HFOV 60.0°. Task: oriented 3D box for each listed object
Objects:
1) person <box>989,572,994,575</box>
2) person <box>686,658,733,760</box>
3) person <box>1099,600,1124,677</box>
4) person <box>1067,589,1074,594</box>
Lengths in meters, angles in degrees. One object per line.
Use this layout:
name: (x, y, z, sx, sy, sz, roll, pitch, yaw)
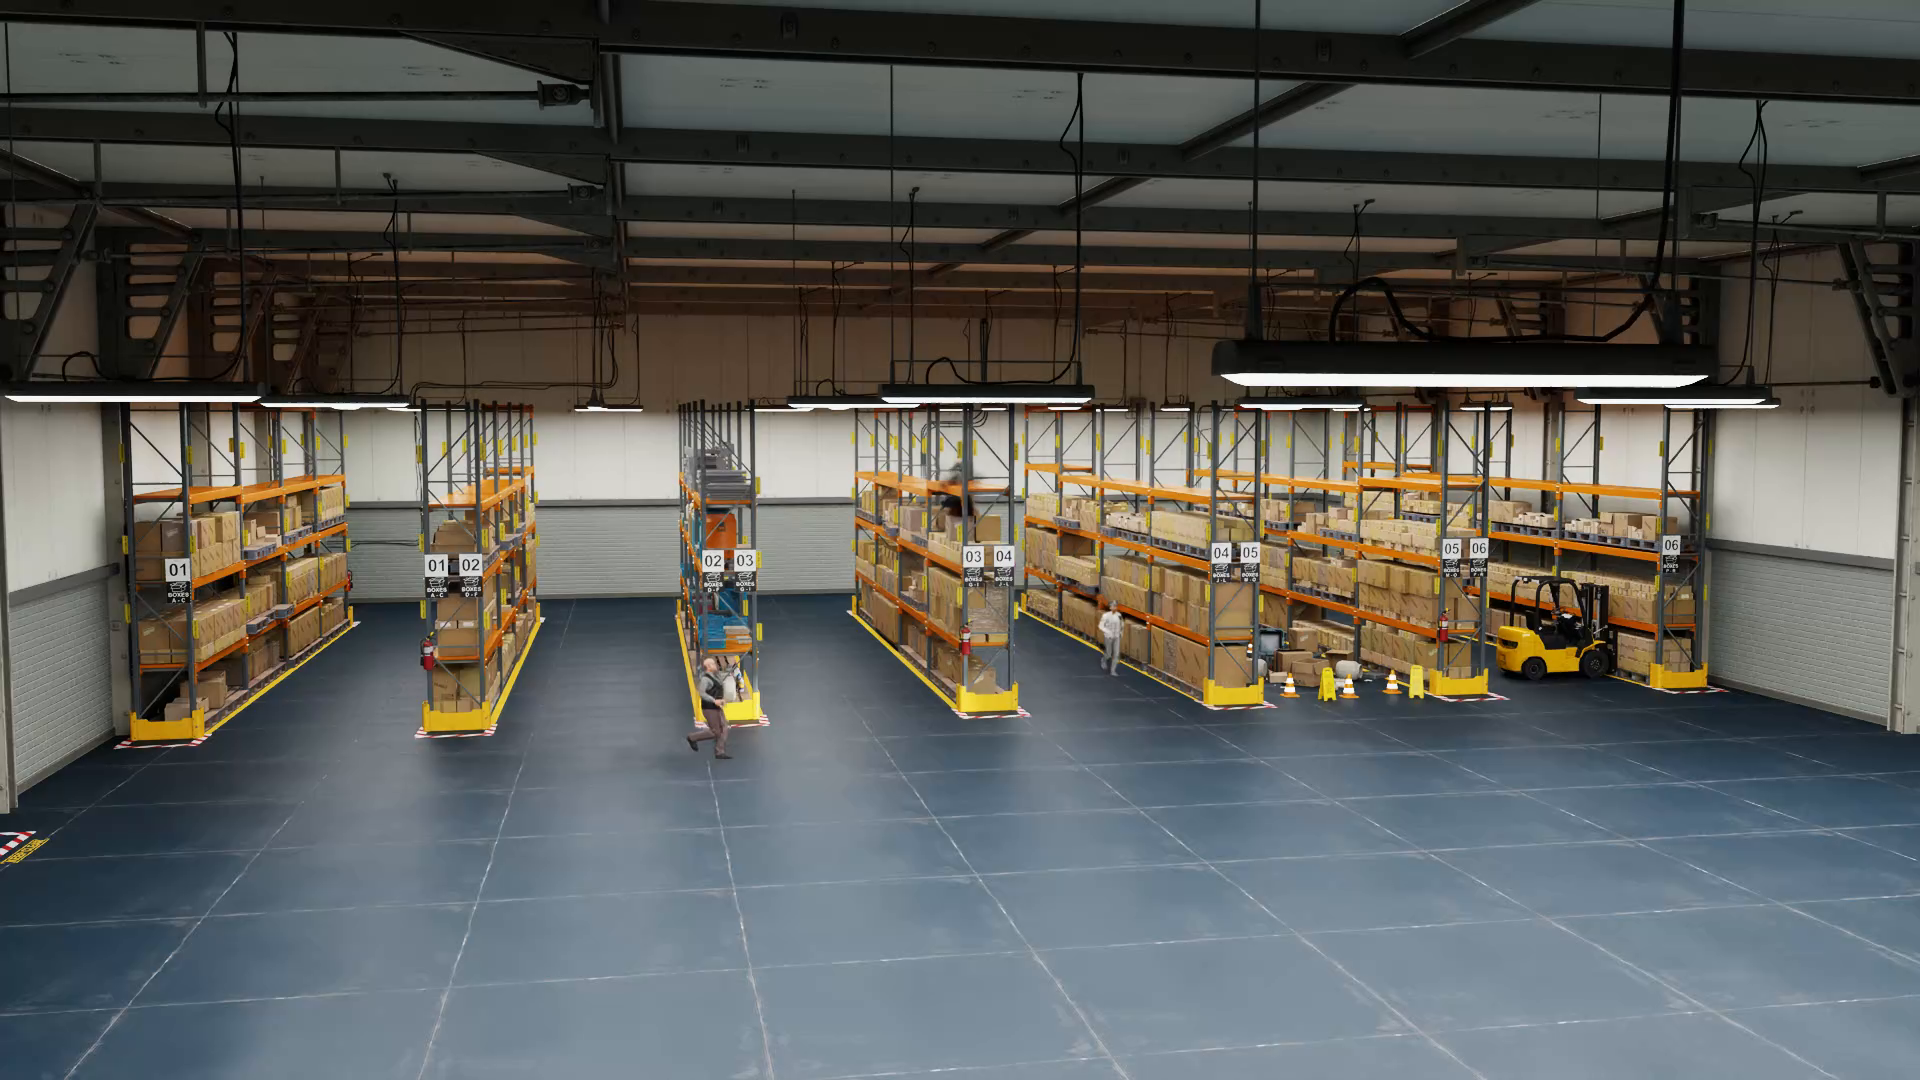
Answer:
person: (0.898, 1.335, 46.711, 0.757, 1.821, 0.800, 0, 4, -5)
person: (-4.141, 2.903, 27.581, 0.765, 1.488, 0.659, 1, 4, 11)
person: (3.338, 2.138, 36.517, 0.605, 1.658, 0.720, -1, 5, -17)
person: (3.431, 1.186, 49.428, 0.630, 1.654, 0.673, -3, 5, -37)
